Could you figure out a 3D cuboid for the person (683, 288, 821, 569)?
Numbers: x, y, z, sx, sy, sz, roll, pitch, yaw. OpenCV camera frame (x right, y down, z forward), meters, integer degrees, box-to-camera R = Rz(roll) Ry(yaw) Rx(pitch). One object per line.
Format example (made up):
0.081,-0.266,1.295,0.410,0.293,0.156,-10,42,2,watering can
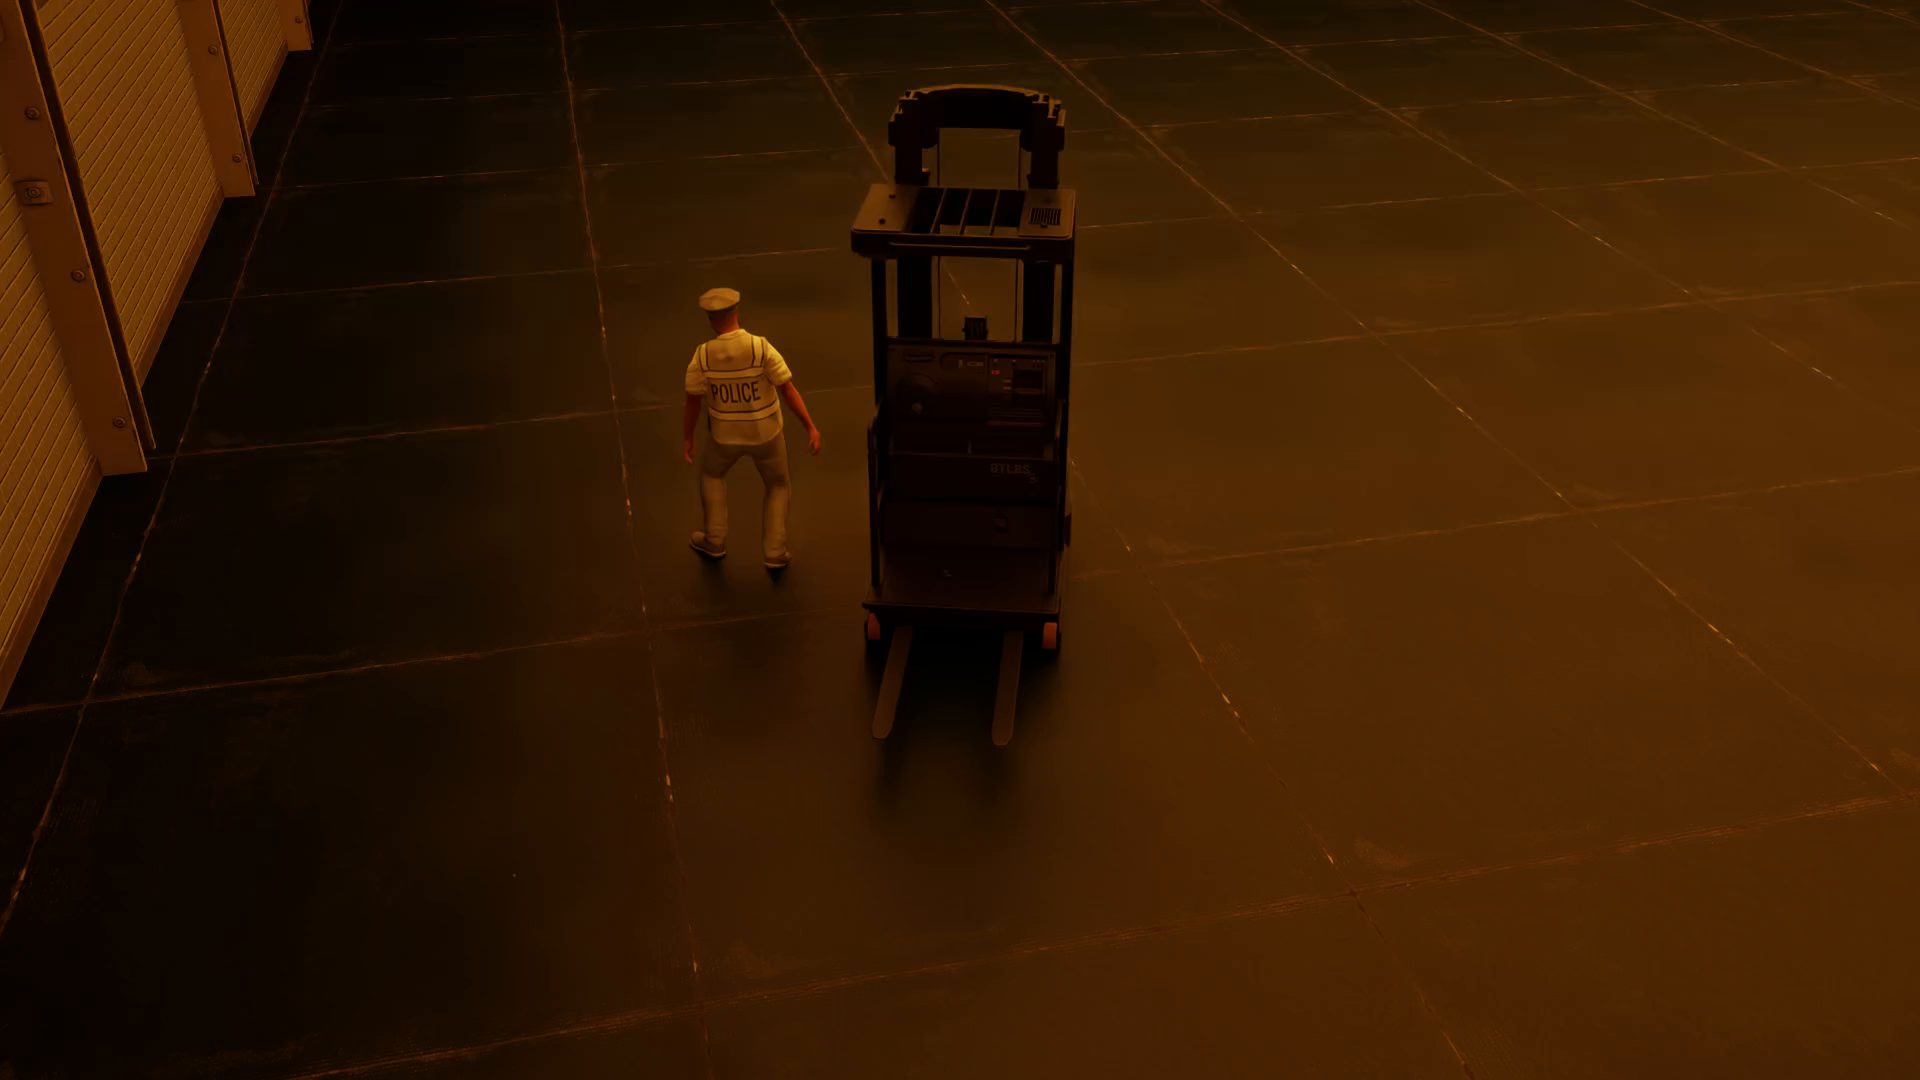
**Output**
-1.267,-0.624,9.957,0.886,1.731,0.502,3,30,5,person

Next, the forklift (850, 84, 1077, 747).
0.043,-0.821,8.992,1.130,2.935,3.031,3,30,5,forklift
